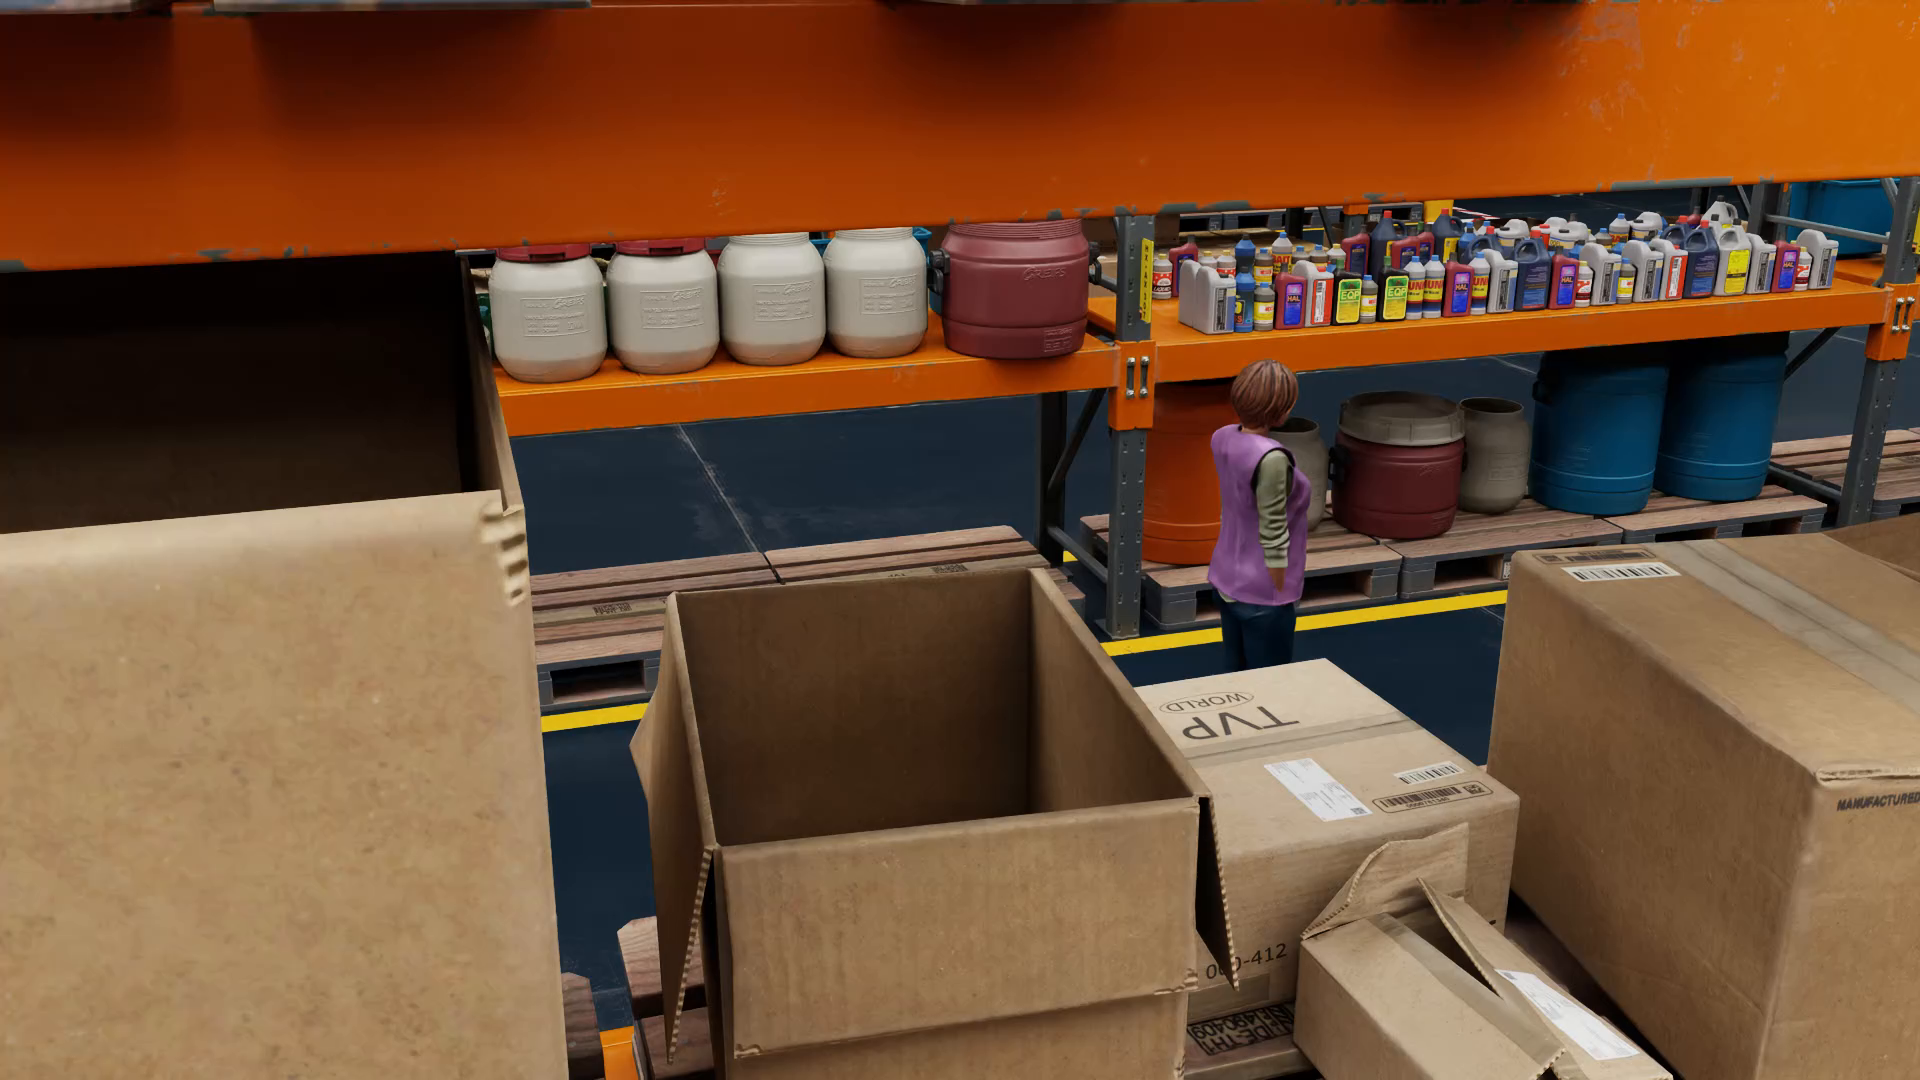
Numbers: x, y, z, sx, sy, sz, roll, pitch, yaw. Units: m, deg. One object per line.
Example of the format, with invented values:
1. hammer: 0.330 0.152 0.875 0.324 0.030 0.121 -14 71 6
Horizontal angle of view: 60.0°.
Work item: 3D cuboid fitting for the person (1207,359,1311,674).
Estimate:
1. person: 0.985 0.174 5.606 0.307 1.595 0.406 -6 20 -16
